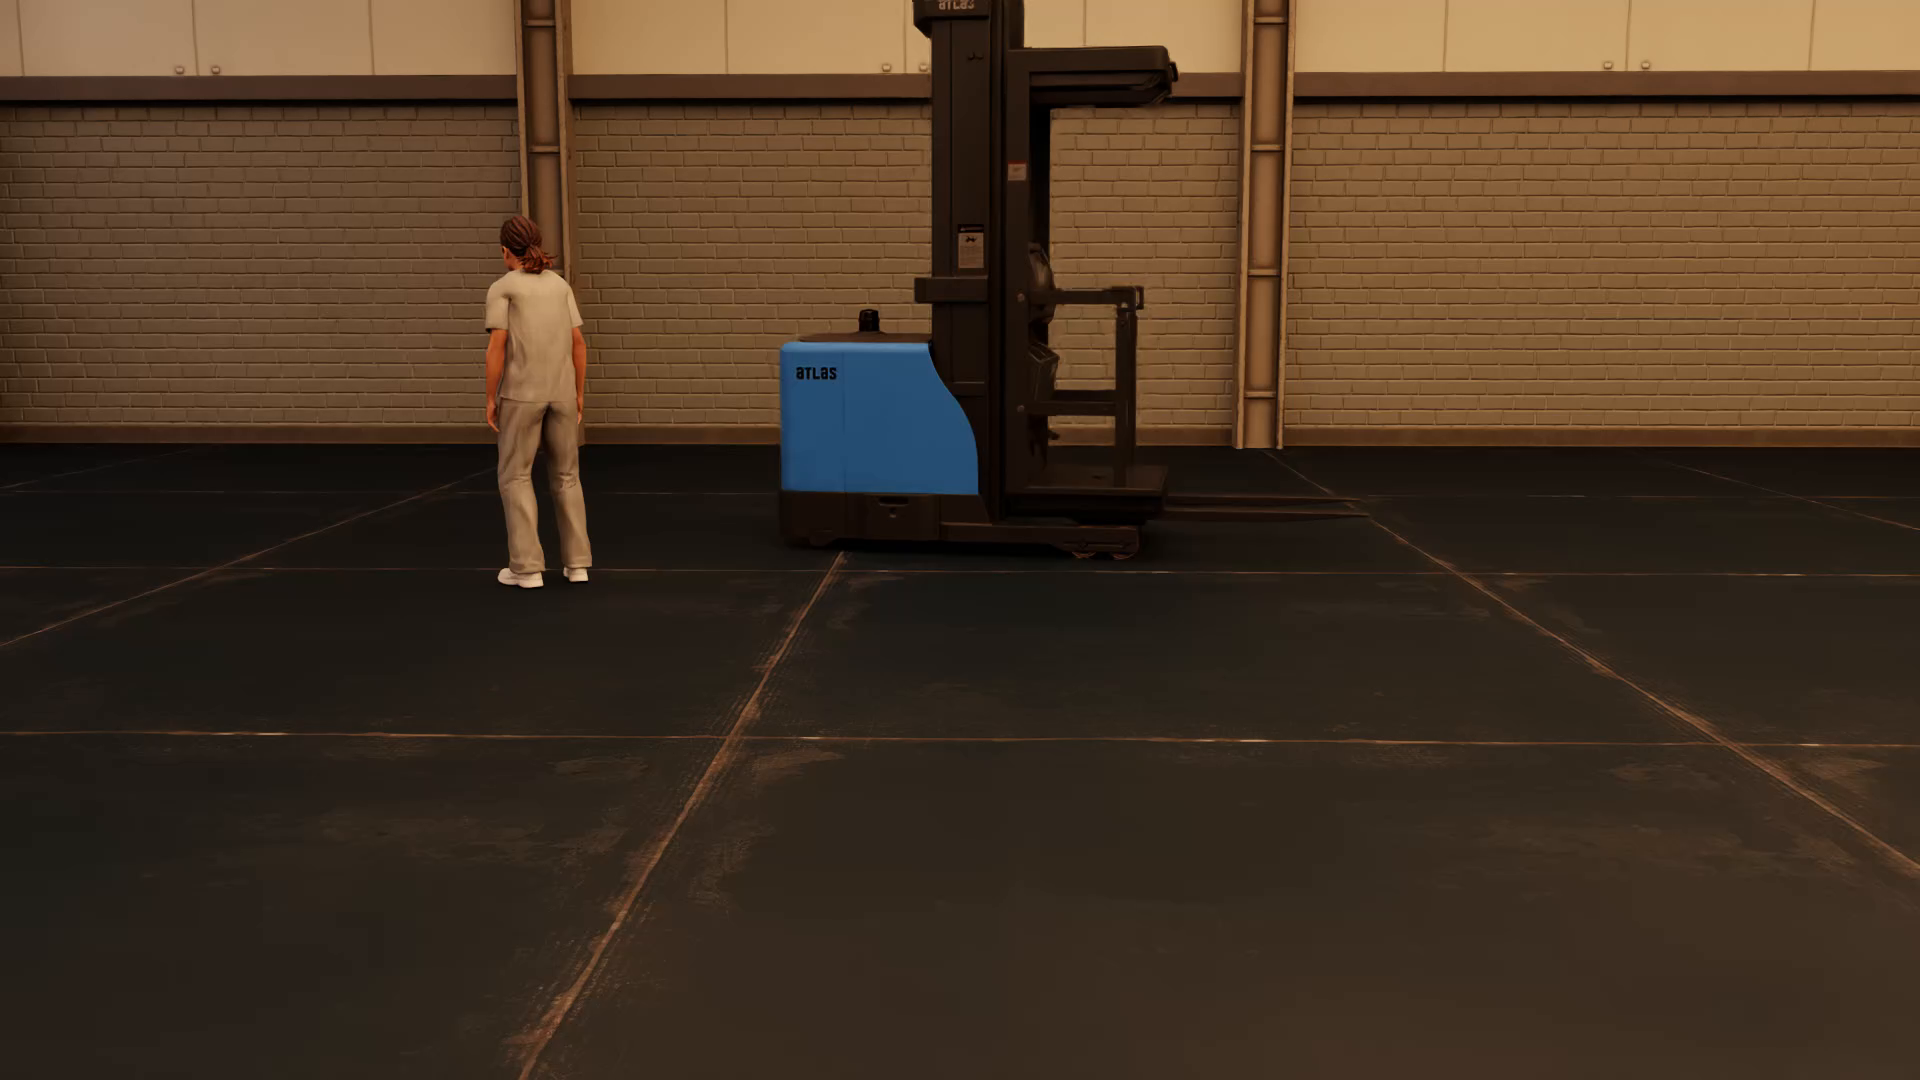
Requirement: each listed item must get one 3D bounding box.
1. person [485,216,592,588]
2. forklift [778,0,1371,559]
[{"bbox_3d":[-1.925,-0.623,7.563,0.500,1.667,0.361,-7,11,-38],"label":"person"},{"bbox_3d":[0.615,-1.437,8.706,3.031,2.935,1.130,1,9,8],"label":"forklift"}]
